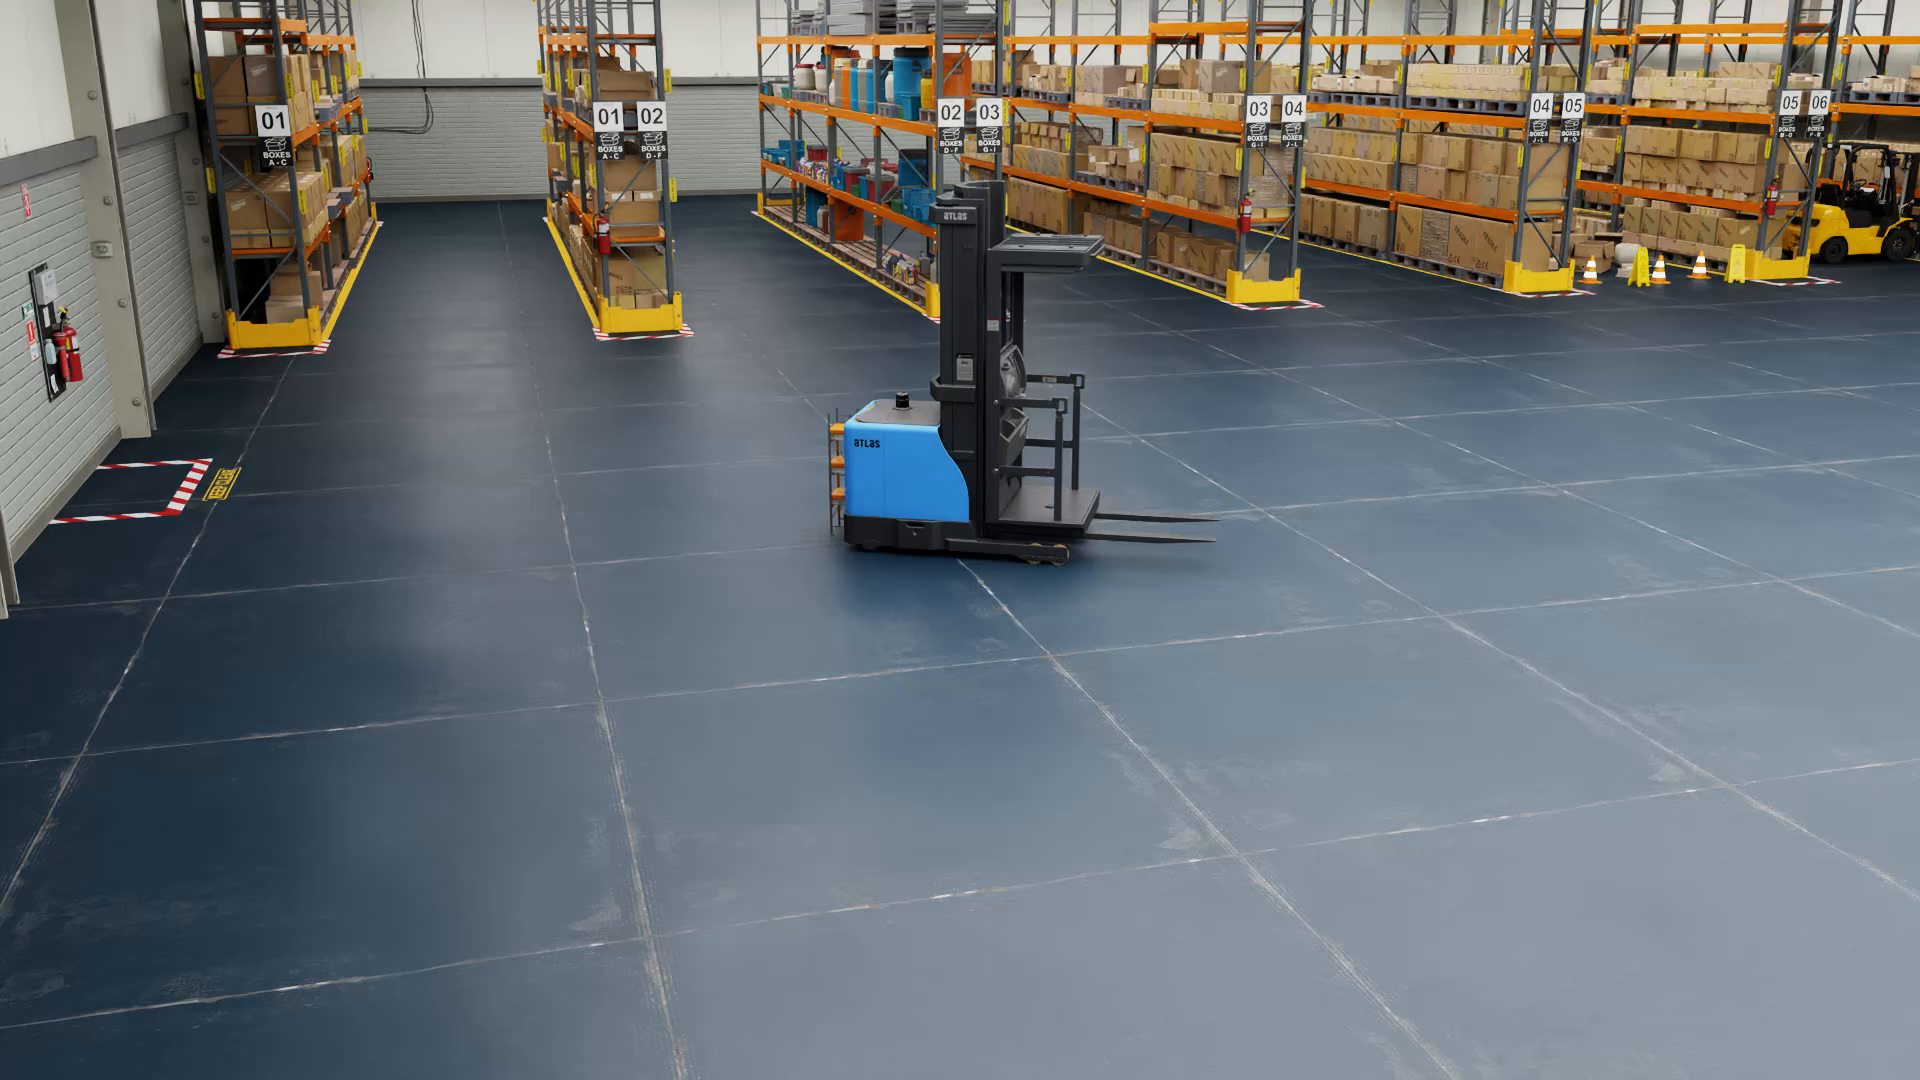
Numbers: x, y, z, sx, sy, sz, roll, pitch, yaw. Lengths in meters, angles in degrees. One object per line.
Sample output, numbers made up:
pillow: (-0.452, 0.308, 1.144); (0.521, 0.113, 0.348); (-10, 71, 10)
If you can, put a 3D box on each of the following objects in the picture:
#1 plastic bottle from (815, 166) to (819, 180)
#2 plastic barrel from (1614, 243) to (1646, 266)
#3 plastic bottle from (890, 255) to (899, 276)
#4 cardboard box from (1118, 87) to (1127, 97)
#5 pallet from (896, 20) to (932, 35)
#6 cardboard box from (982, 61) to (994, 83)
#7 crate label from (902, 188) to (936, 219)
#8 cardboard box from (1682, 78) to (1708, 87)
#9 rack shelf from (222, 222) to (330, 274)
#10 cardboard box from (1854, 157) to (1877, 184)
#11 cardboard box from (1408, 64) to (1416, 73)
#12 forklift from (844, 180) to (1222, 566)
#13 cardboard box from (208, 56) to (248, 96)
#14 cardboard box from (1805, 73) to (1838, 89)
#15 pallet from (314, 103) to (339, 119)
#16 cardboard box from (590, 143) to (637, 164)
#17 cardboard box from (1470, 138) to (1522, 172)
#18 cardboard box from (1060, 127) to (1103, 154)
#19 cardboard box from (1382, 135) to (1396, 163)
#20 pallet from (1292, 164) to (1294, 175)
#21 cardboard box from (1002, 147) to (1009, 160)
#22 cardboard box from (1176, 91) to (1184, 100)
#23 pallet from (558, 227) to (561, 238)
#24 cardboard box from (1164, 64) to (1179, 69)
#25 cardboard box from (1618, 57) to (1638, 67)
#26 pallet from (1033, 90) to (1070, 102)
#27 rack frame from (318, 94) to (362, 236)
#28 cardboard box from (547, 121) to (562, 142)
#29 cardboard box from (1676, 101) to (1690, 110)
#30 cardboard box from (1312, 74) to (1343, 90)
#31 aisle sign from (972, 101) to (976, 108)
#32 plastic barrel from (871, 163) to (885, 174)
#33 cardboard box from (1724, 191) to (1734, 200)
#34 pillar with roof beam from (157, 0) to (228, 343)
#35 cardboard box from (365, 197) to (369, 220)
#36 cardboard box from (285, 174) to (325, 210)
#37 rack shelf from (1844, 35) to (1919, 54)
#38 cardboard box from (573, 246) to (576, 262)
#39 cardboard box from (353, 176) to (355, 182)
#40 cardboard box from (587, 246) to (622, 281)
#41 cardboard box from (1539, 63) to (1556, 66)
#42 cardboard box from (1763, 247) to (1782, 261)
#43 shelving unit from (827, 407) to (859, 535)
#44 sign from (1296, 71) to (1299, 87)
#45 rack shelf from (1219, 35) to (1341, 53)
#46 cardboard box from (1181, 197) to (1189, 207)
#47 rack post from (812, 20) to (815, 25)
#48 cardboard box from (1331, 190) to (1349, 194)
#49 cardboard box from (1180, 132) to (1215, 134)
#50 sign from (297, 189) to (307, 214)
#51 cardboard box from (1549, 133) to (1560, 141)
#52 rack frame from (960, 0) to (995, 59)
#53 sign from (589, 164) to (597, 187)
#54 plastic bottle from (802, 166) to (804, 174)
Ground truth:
plastic bottle: (-2.899, -7.438, 33.703); (0.061, 0.283, 0.133); (-5, 17, -15)
plastic barrel: (12.403, -5.280, 30.793); (0.512, 0.421, 0.421); (7, 18, 23)
plastic bottle: (-1.089, -4.627, 27.982); (0.144, 0.351, 0.185); (-5, 18, -18)
cardboard box: (3.187, -8.421, 31.236); (0.380, 0.166, 0.250); (-5, 17, -17)
pallet: (-0.372, -8.021, 26.035); (1.003, 0.211, 1.213); (-5, 17, -15)
cardboard box: (0.922, -10.994, 39.045); (0.700, 0.500, 0.500); (-6, 18, -19)
crate label: (-0.630, -5.392, 26.625); (0.502, 0.435, 0.616); (-5, 17, -15)
cardboard box: (13.510, -8.398, 30.531); (0.380, 0.149, 0.250); (-5, 17, -16)
rack shelf: (-9.940, -4.312, 24.345); (1.077, 0.370, 4.000); (-5, 17, -15)
cardboard box: (18.128, -7.324, 32.945); (0.500, 0.500, 0.500); (-4, 17, -14)
cardboard box: (8.368, -8.569, 30.197); (0.380, 0.149, 0.250); (-5, 17, -15)
forklift: (0.617, -1.367, 13.407); (3.031, 2.935, 1.130); (3, 17, 11)
cardboard box: (-9.760, -6.175, 22.135); (0.500, 0.500, 0.500); (-4, 17, -13)
cardboard box: (17.665, -9.386, 34.021); (0.500, 0.311, 0.500); (-5, 18, -17)
pallet: (-10.845, -7.023, 27.229); (1.213, 0.211, 1.003); (-5, 17, -15)
cardboard box: (-5.459, -6.010, 26.317); (0.700, 0.500, 0.500); (-5, 17, -15)
cardboard box: (9.367, -6.648, 28.731); (0.875, 0.550, 0.550); (-5, 17, -15)
cardboard box: (2.514, -8.223, 34.196); (0.797, 0.503, 0.637); (-4, 17, -13)
cardboard box: (8.453, -7.413, 31.504); (0.700, 0.500, 0.500); (-5, 17, -16)
pallet: (7.198, -7.952, 35.545); (1.213, 0.211, 1.003); (-5, 17, -15)
cardboard box: (1.226, -8.770, 37.677); (0.500, 0.250, 0.500); (-5, 17, -16)
cardboard box: (3.882, -7.536, 28.181); (0.380, 0.149, 0.250); (-5, 17, -16)
pallet: (-8.114, -6.670, 35.791); (1.003, 0.211, 1.213); (-5, 17, -15)
cardboard box: (5.225, -11.603, 40.850); (0.380, 0.149, 0.250); (-5, 17, -15)
cardboard box: (16.154, -11.531, 40.208); (0.396, 0.266, 0.258); (-5, 17, -15)
pallet: (2.161, -9.320, 34.881); (1.003, 0.211, 1.213); (-4, 17, -13)
rack frame: (-12.688, -7.423, 33.450); (1.000, 3.000, 0.127); (-5, 17, -15)
cardboard box: (-8.873, -9.022, 36.863); (0.500, 0.500, 0.500); (-4, 17, -14)
cardboard box: (13.447, -8.016, 30.645); (0.380, 0.149, 0.250); (-5, 17, -16)
cardboard box: (7.483, -9.281, 33.672); (0.500, 0.311, 0.500); (-5, 17, -15)
aisle sign: (0.192, -10.945, 40.657); (0.394, 0.787, 0.004); (-5, 17, -15)
plastic barrel: (-1.459, -6.769, 31.079); (0.421, 0.512, 0.421); (0, 17, 0)
cardboard box: (13.891, -6.162, 29.689); (0.380, 0.149, 0.250); (-5, 17, -16)
pillar with roof beam: (-6.275, -7.442, 23.086); (9.100, 9.000, 0.400); (-5, 17, -15)
cardboard box: (-13.499, -7.348, 36.814); (0.700, 0.500, 0.500); (-5, 17, -15)
cardboard box: (-9.920, -5.263, 25.181); (0.500, 0.500, 0.500); (-5, 17, -16)
rack shelf: (18.648, -9.346, 31.368); (1.077, 0.370, 4.000); (-5, 17, -15)
cardboard box: (-6.678, -5.143, 29.909); (0.500, 0.250, 0.500); (-5, 17, -17)
cardboard box: (-12.231, -7.173, 33.020); (0.380, 0.149, 0.250); (-4, 17, -14)
cardboard box: (-5.487, -4.278, 25.727); (0.500, 0.500, 0.500); (-5, 17, -15)
cardboard box: (15.104, -12.065, 42.564); (0.500, 0.250, 0.500); (-4, 17, -14)
cardboard box: (14.470, -5.191, 30.070); (0.500, 0.250, 0.500); (-5, 17, -16)
shelving unit: (-0.975, -0.578, 14.051); (0.215, 1.050, 0.252); (3, 17, 11)
sign: (6.974, -9.497, 34.243); (0.100, 0.325, 0.005); (-5, 17, -15)
rack shelf: (6.946, -10.746, 36.029); (1.077, 0.370, 4.000); (-5, 17, -15)
cardboard box: (3.993, -5.767, 28.375); (0.380, 0.149, 0.250); (-5, 17, -15)
rack post: (-2.484, -10.290, 33.436); (0.937, 0.300, 0.954); (-3, 17, -9)
cardboard box: (10.307, -9.287, 43.379); (0.875, 0.438, 0.875); (-5, 18, -17)
cardboard box: (4.187, -6.951, 29.451); (0.500, 0.500, 0.500); (-5, 17, -15)
sign: (-8.869, -4.561, 22.418); (0.100, 0.325, 0.005); (-5, 17, -15)
cardboard box: (12.431, -8.234, 34.727); (0.500, 0.500, 0.500); (-4, 17, -14)
rack frame: (0.501, -12.577, 40.181); (1.000, 3.000, 0.127); (-5, 17, -15)
sign: (-5.154, -5.125, 23.376); (0.100, 0.325, 0.005); (-5, 17, -15)
plastic bottle: (-3.269, -7.790, 35.019); (0.097, 0.201, 0.097); (0, 17, 0)
